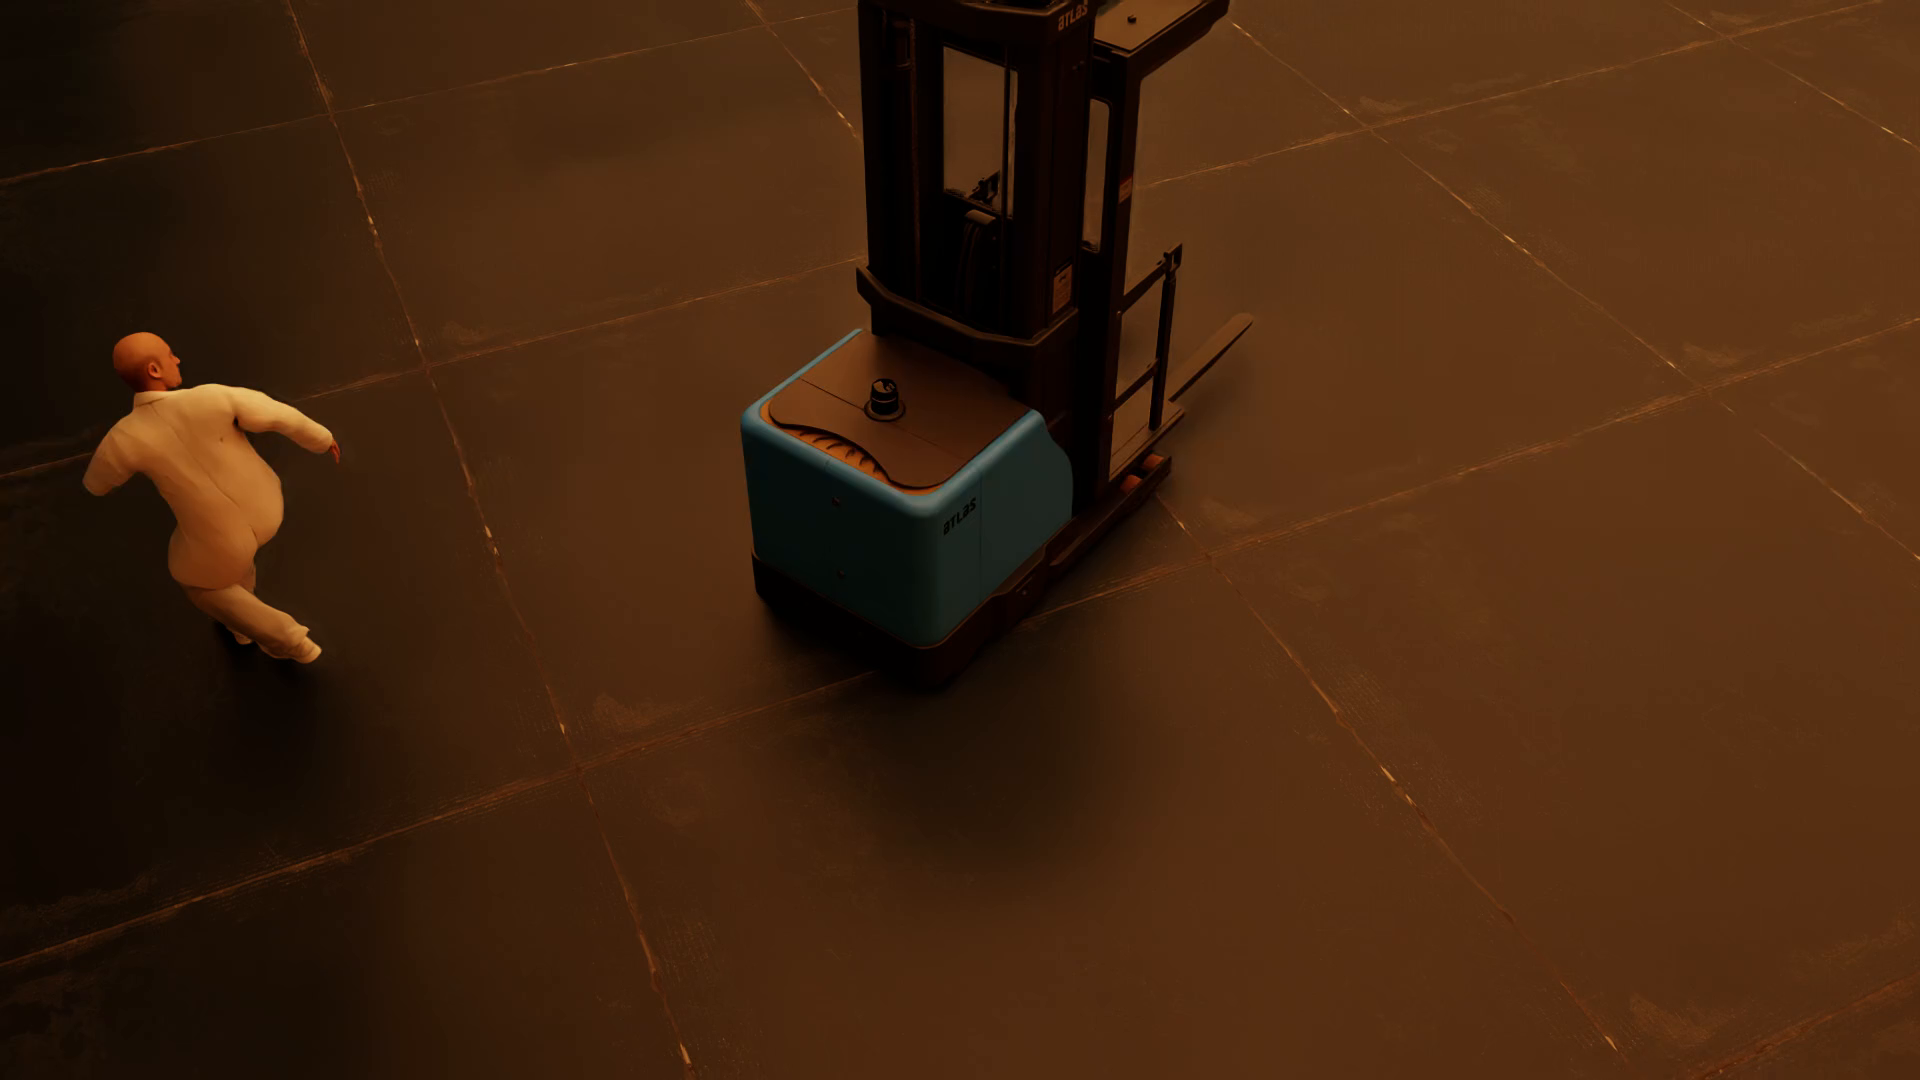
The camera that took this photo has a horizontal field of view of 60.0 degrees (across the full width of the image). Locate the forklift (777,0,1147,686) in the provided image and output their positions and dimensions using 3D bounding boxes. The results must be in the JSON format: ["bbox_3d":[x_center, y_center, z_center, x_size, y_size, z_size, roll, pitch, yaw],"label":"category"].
[{"bbox_3d":[0.175,-1.472,7.257,1.130,2.935,3.031,12,44,12],"label":"forklift"}]

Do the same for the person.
[{"bbox_3d":[-3.296,-0.149,6.755,0.825,1.722,0.551,-19,46,-19],"label":"person"}]
